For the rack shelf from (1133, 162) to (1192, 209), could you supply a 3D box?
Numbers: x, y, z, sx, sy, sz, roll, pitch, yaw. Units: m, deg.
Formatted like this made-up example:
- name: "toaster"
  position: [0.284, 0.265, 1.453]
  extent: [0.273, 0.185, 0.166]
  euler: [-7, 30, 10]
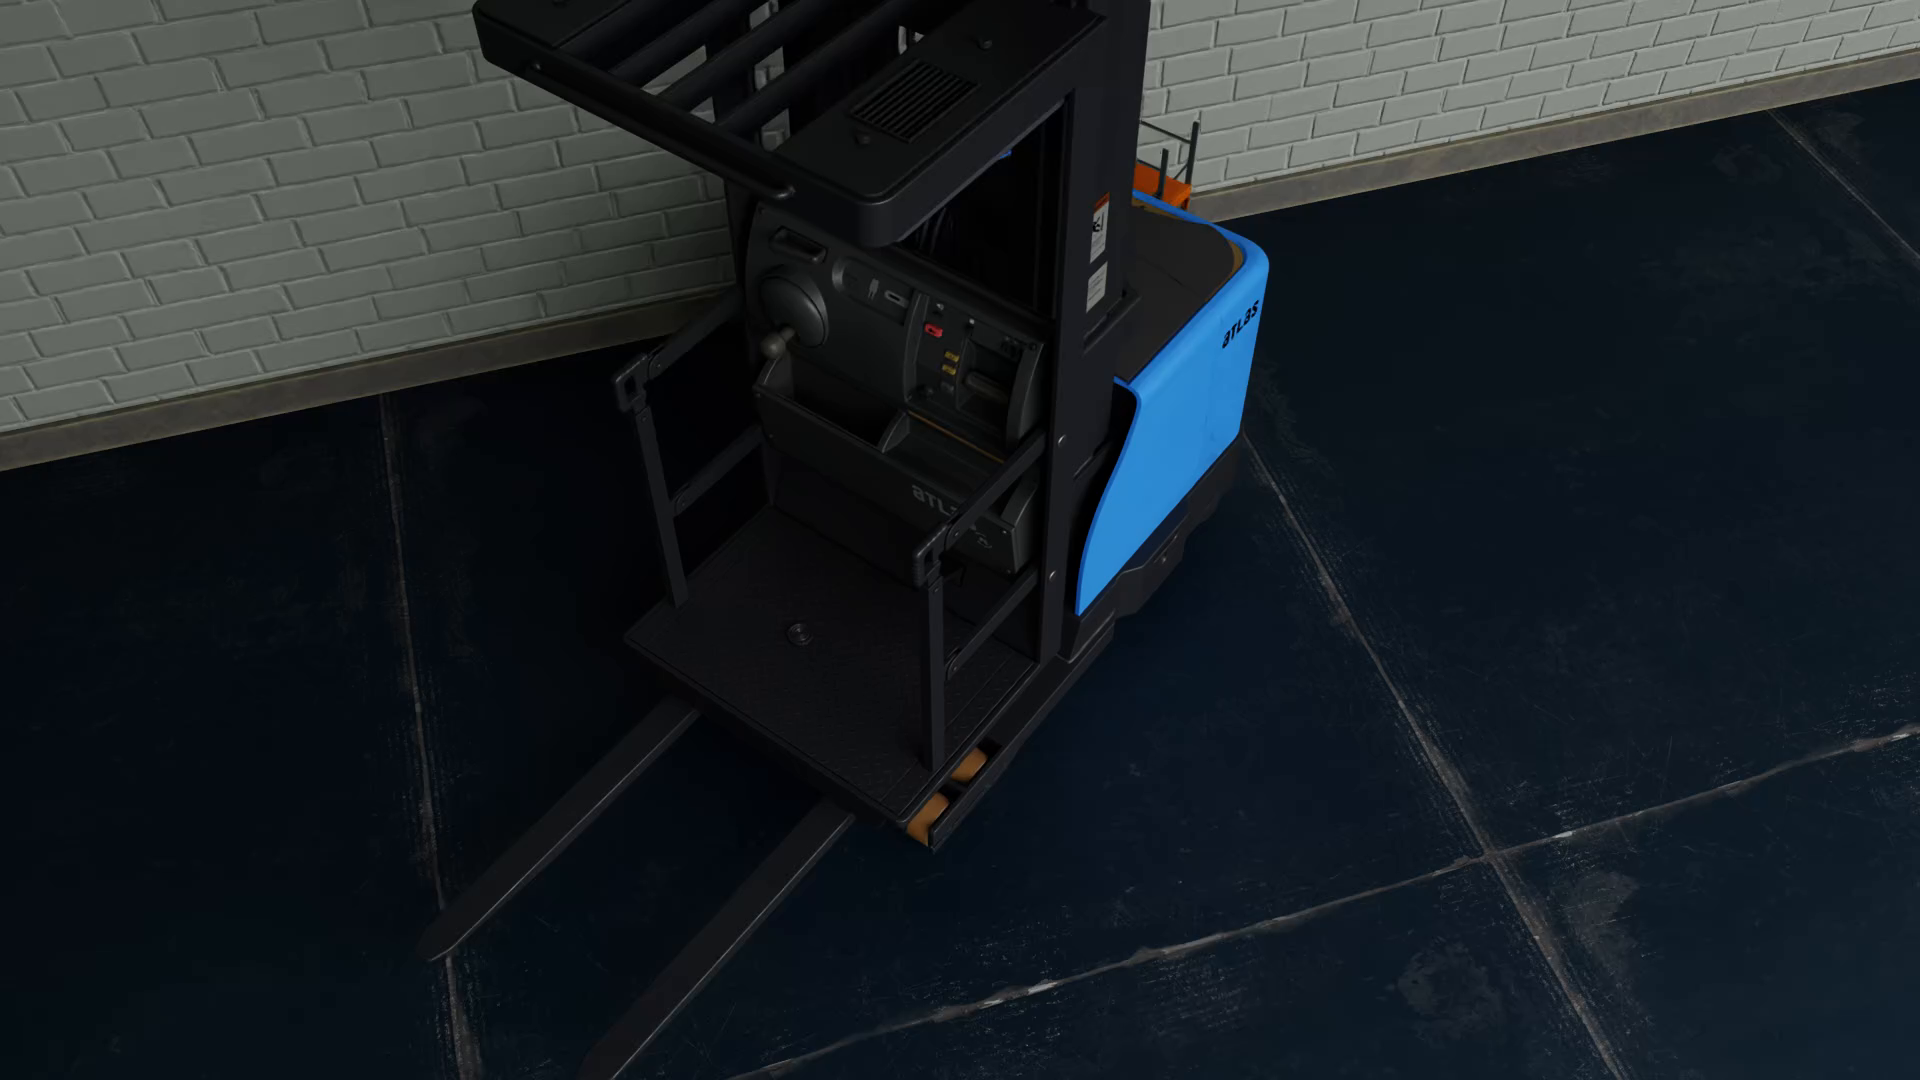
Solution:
- name: "rack shelf"
  position: [0.608, -1.140, 5.511]
  extent: [0.258, 0.103, 0.180]
  euler: [30, 55, 23]

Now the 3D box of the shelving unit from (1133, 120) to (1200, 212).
- name: "shelving unit"
  position: [0.605, -0.933, 5.750]
  extent: [0.258, 1.200, 0.189]
  euler: [30, 55, 23]

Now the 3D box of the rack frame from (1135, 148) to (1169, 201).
- name: "rack frame"
  position: [0.550, -0.878, 5.701]
  extent: [0.240, 1.200, 0.006]
  euler: [30, 55, 23]

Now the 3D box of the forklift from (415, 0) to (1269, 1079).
- name: "forklift"
  position: [-0.313, -0.463, 4.223]
  extent: [1.130, 2.935, 3.031]
  euler: [30, 56, 23]

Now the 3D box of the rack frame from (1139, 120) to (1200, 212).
- name: "rack frame"
  position: [0.659, -0.988, 5.798]
  extent: [0.240, 1.200, 0.006]
  euler: [30, 55, 23]
